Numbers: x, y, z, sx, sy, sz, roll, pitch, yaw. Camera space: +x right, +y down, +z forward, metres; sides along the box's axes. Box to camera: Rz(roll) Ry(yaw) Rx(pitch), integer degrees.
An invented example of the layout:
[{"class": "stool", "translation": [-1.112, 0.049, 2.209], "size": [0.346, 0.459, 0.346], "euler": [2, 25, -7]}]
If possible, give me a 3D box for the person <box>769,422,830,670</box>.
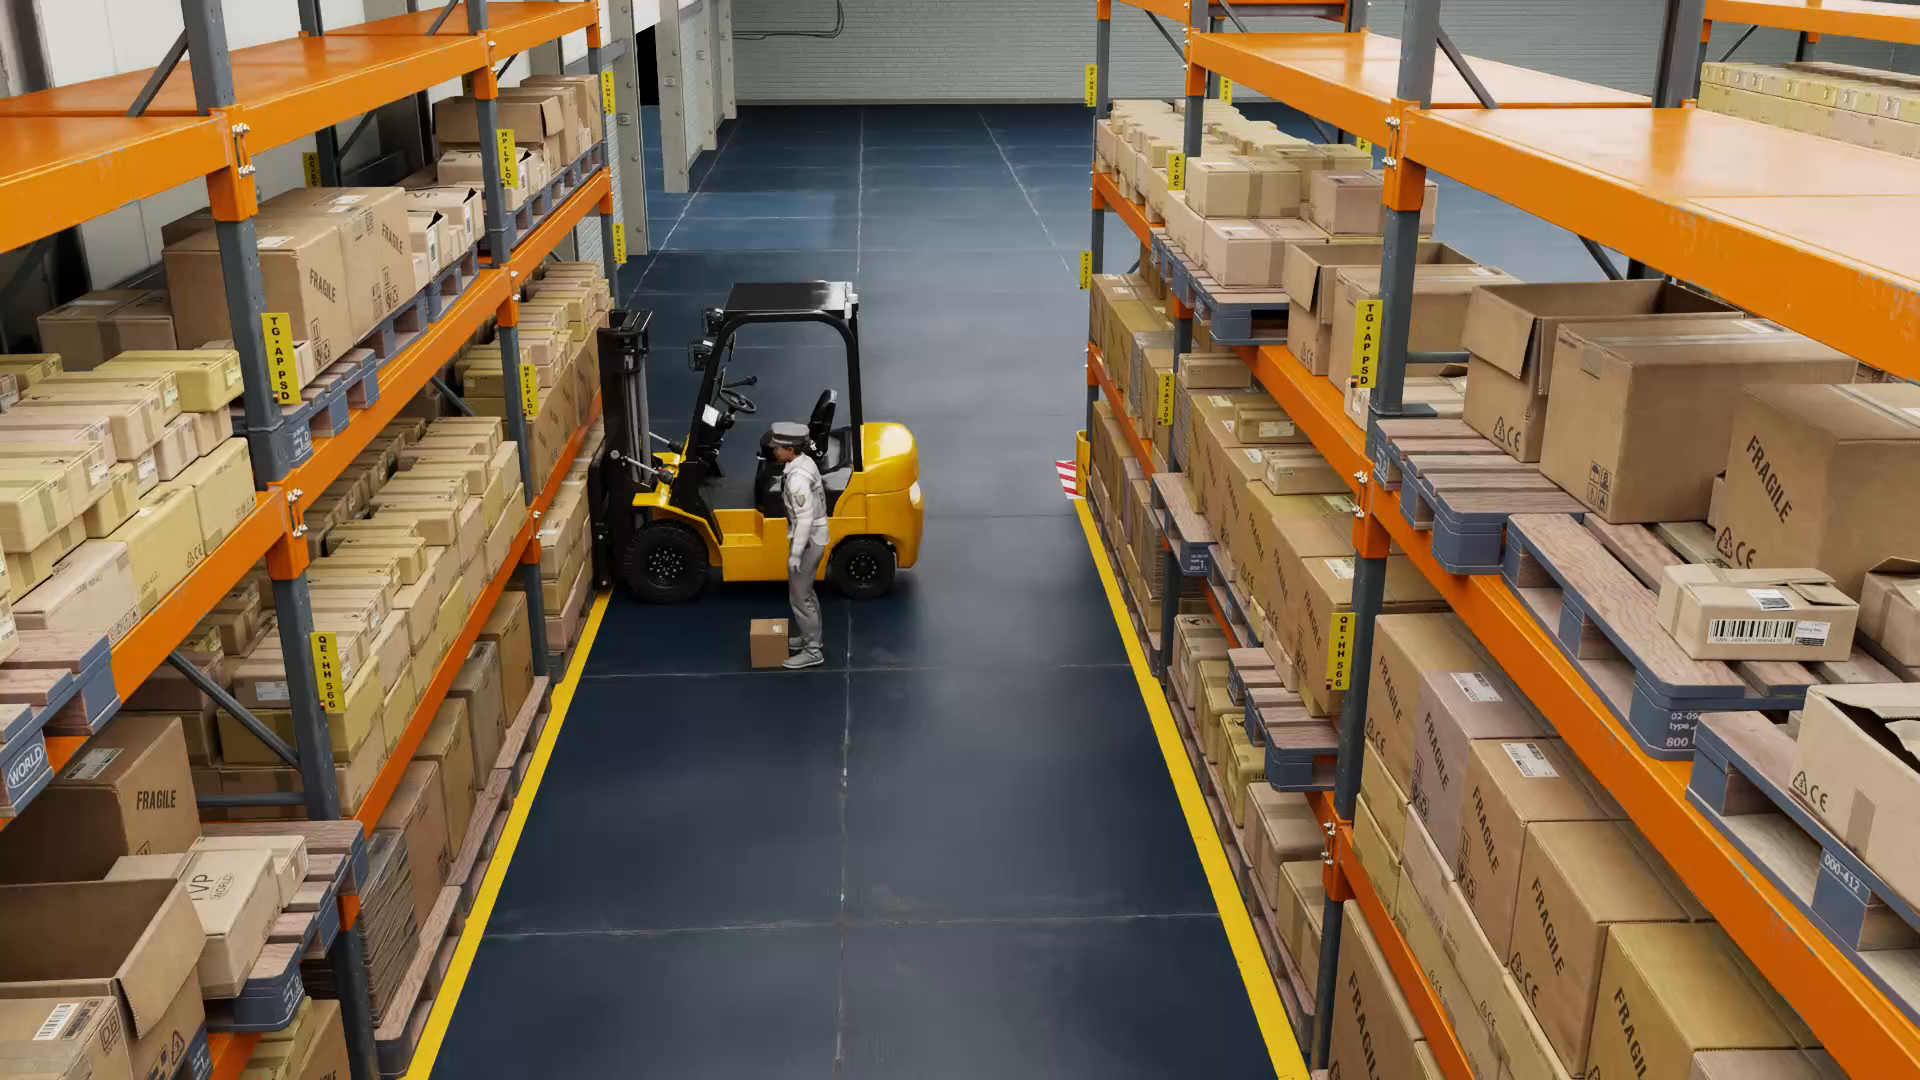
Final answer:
[{"class": "person", "translation": [-1.047, 0.027, 11.001], "size": [0.374, 1.663, 0.528], "euler": [-1, 21, -3]}]
